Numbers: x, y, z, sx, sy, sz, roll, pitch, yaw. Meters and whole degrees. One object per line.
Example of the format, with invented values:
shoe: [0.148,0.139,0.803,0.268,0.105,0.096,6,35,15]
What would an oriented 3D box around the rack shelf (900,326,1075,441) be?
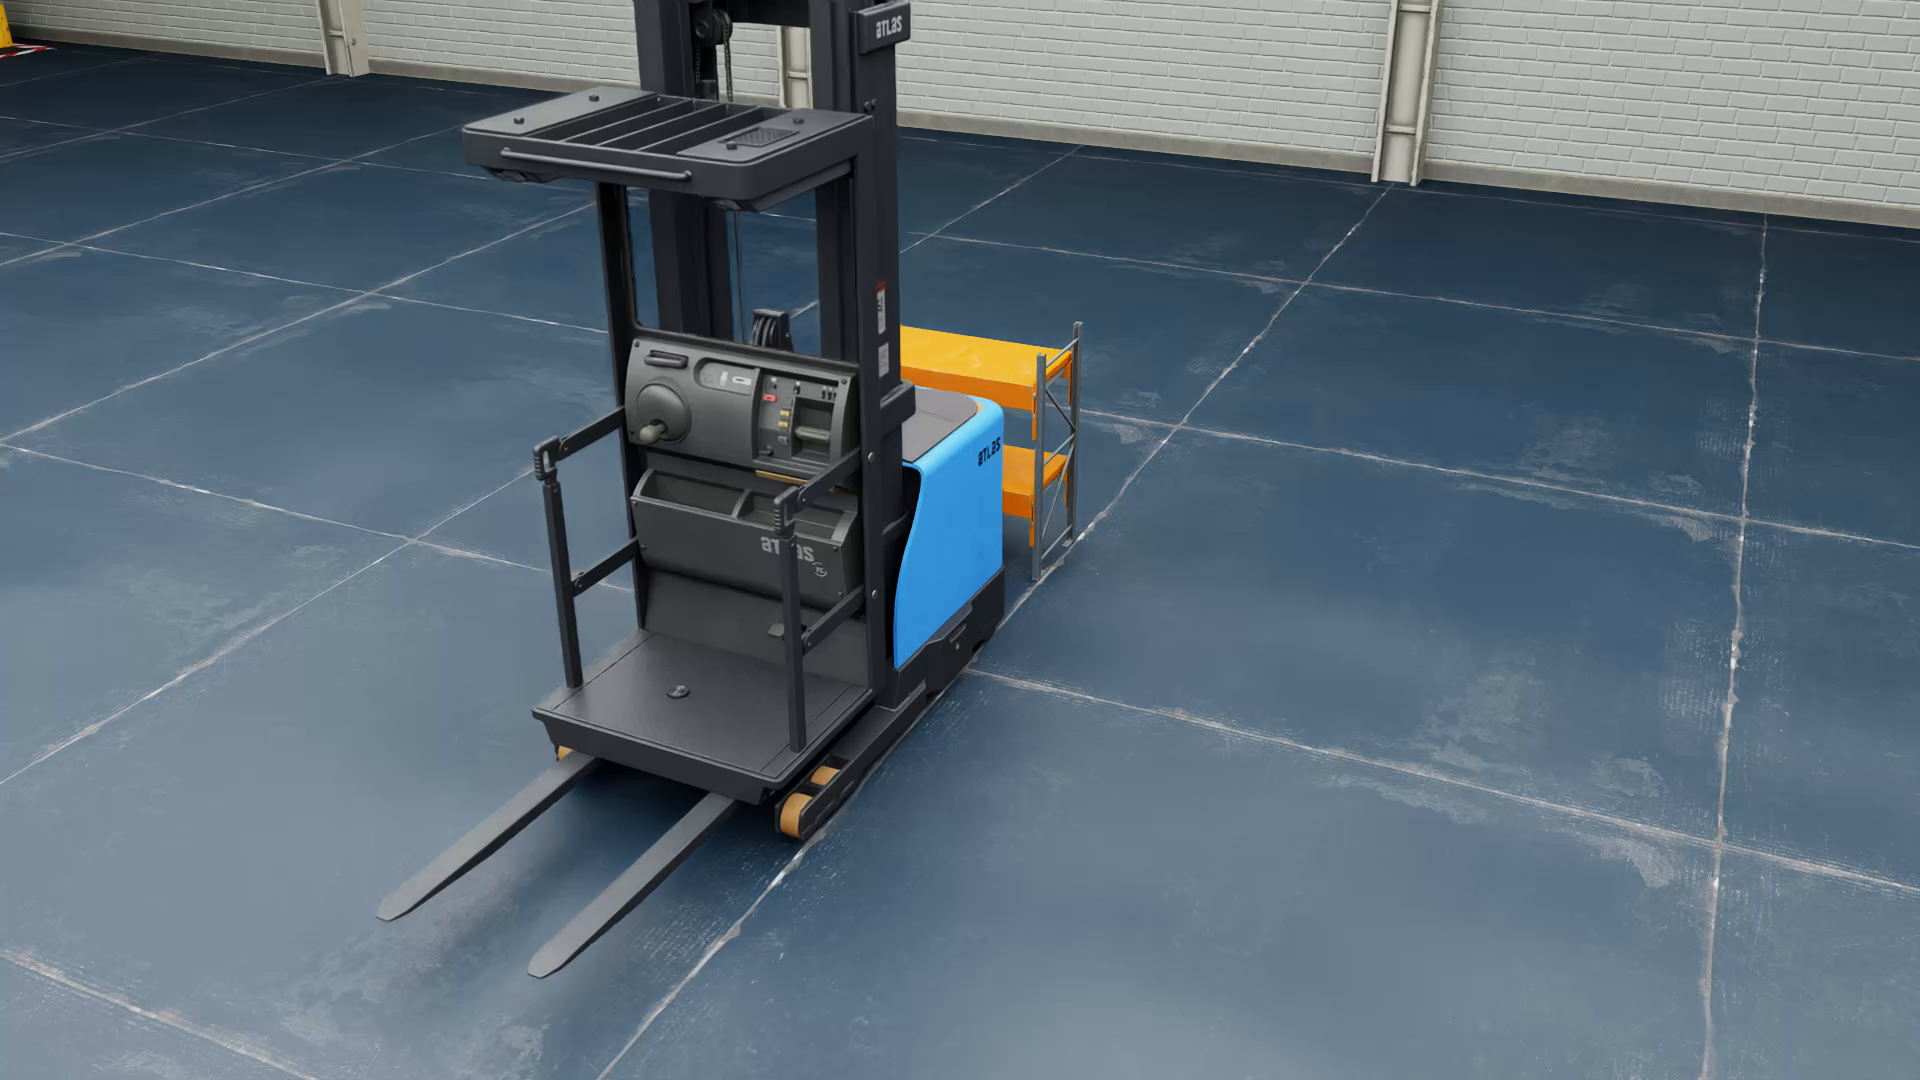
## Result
rack shelf: [-0.006,-0.768,7.875,1.000,0.278,0.538,11,28,22]

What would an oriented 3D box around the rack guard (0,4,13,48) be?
rack guard: [-12.230,-6.217,20.312,0.348,0.500,1.175,11,28,22]

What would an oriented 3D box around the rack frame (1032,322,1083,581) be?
rack frame: [0.457,-0.413,7.815,0.032,1.125,0.500,11,28,22]

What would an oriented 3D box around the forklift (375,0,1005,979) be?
forklift: [-0.903,-0.450,5.846,1.130,2.935,3.031,12,29,23]

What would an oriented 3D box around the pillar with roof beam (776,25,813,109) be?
pillar with roof beam: [-3.371,-6.599,11.466,0.400,9.000,9.100,11,28,22]

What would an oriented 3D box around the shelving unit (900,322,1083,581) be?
shelving unit: [-0.006,-0.506,8.004,1.048,1.125,0.538,11,28,22]

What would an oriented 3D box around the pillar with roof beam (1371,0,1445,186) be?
pillar with roof beam: [2.091,-5.502,9.237,0.400,9.000,9.100,11,28,22]

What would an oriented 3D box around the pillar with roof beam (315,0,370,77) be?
pillar with roof beam: [-8.833,-7.696,13.694,0.400,9.000,9.100,11,28,22]

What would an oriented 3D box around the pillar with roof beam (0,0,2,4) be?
pillar with roof beam: [-14.295,-8.793,15.922,0.400,9.000,9.100,11,28,22]

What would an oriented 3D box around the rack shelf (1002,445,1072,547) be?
rack shelf: [-0.006,-0.287,8.112,1.000,0.278,0.538,11,28,22]
